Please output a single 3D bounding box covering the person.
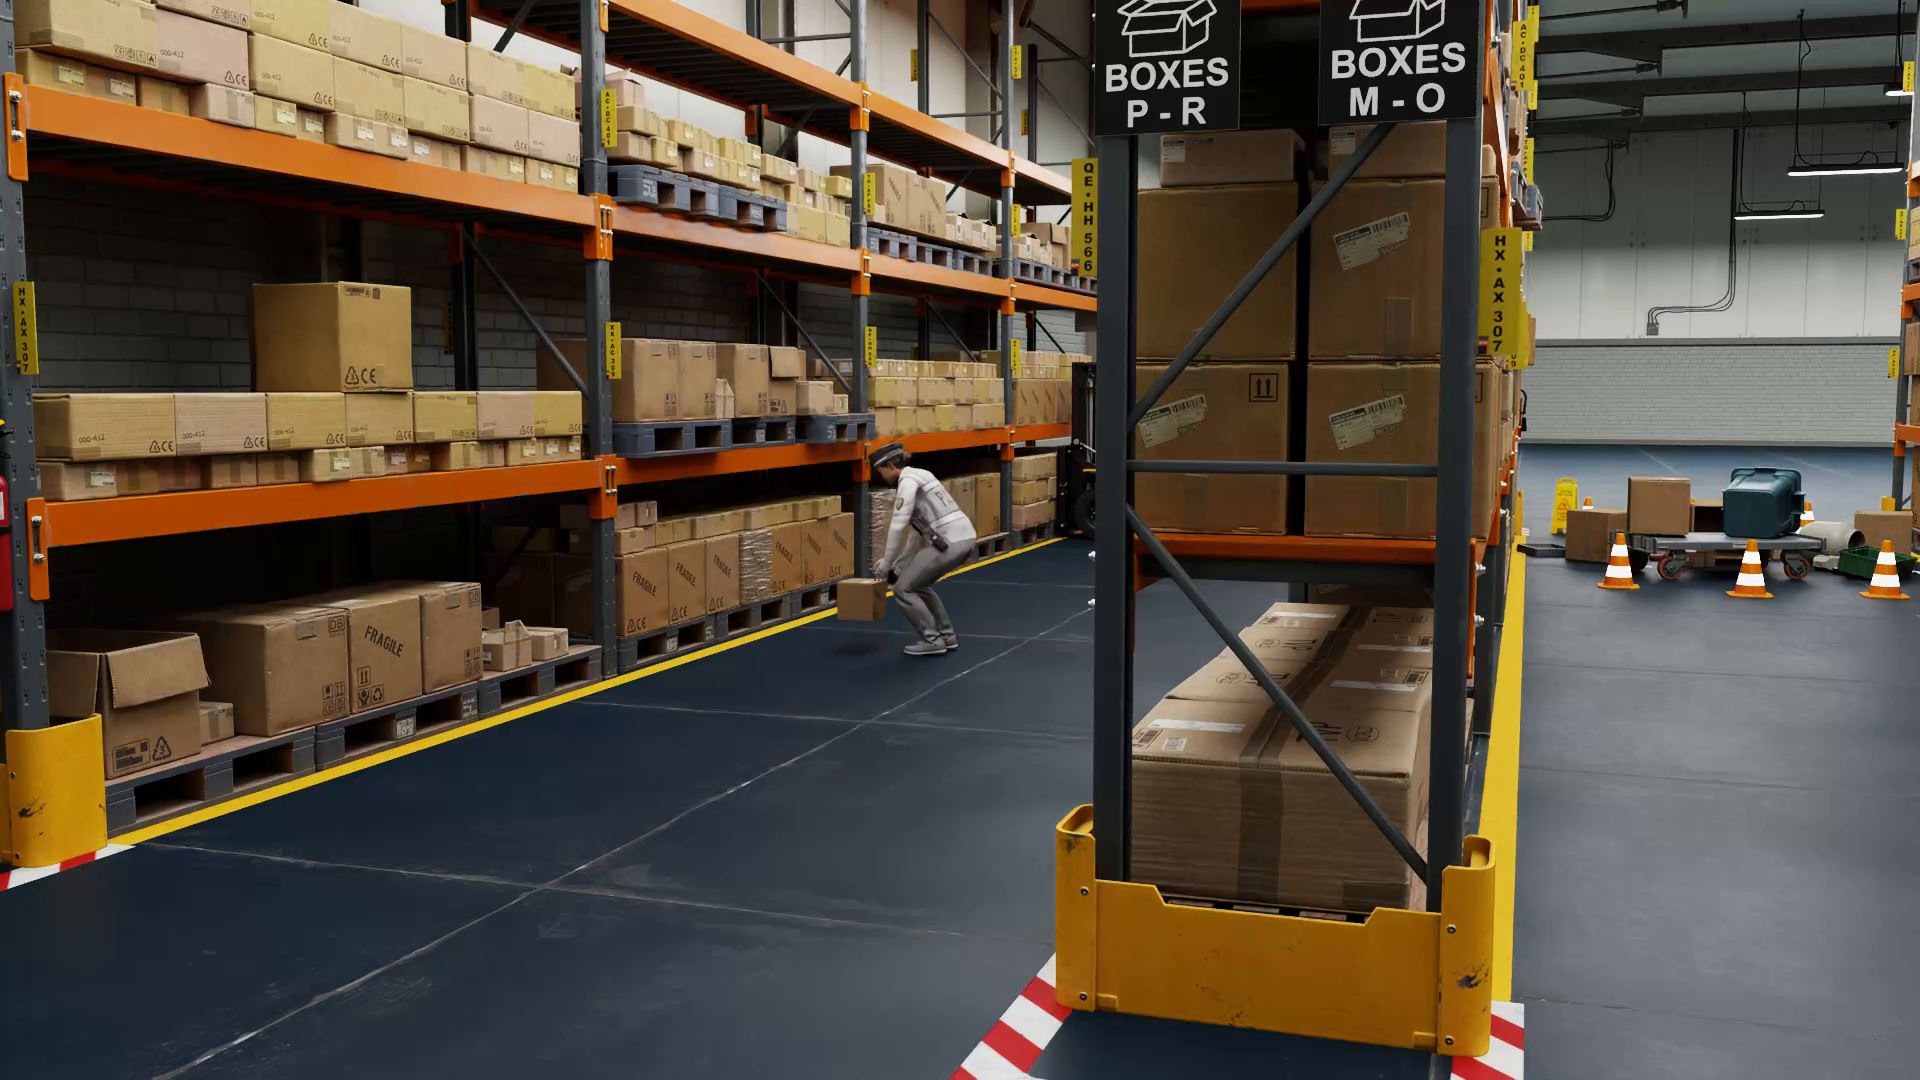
[{"bbox_3d":[3.603,-0.498,12.159,6.986,2.202,5.623,2,6,19],"label":"person"}]
